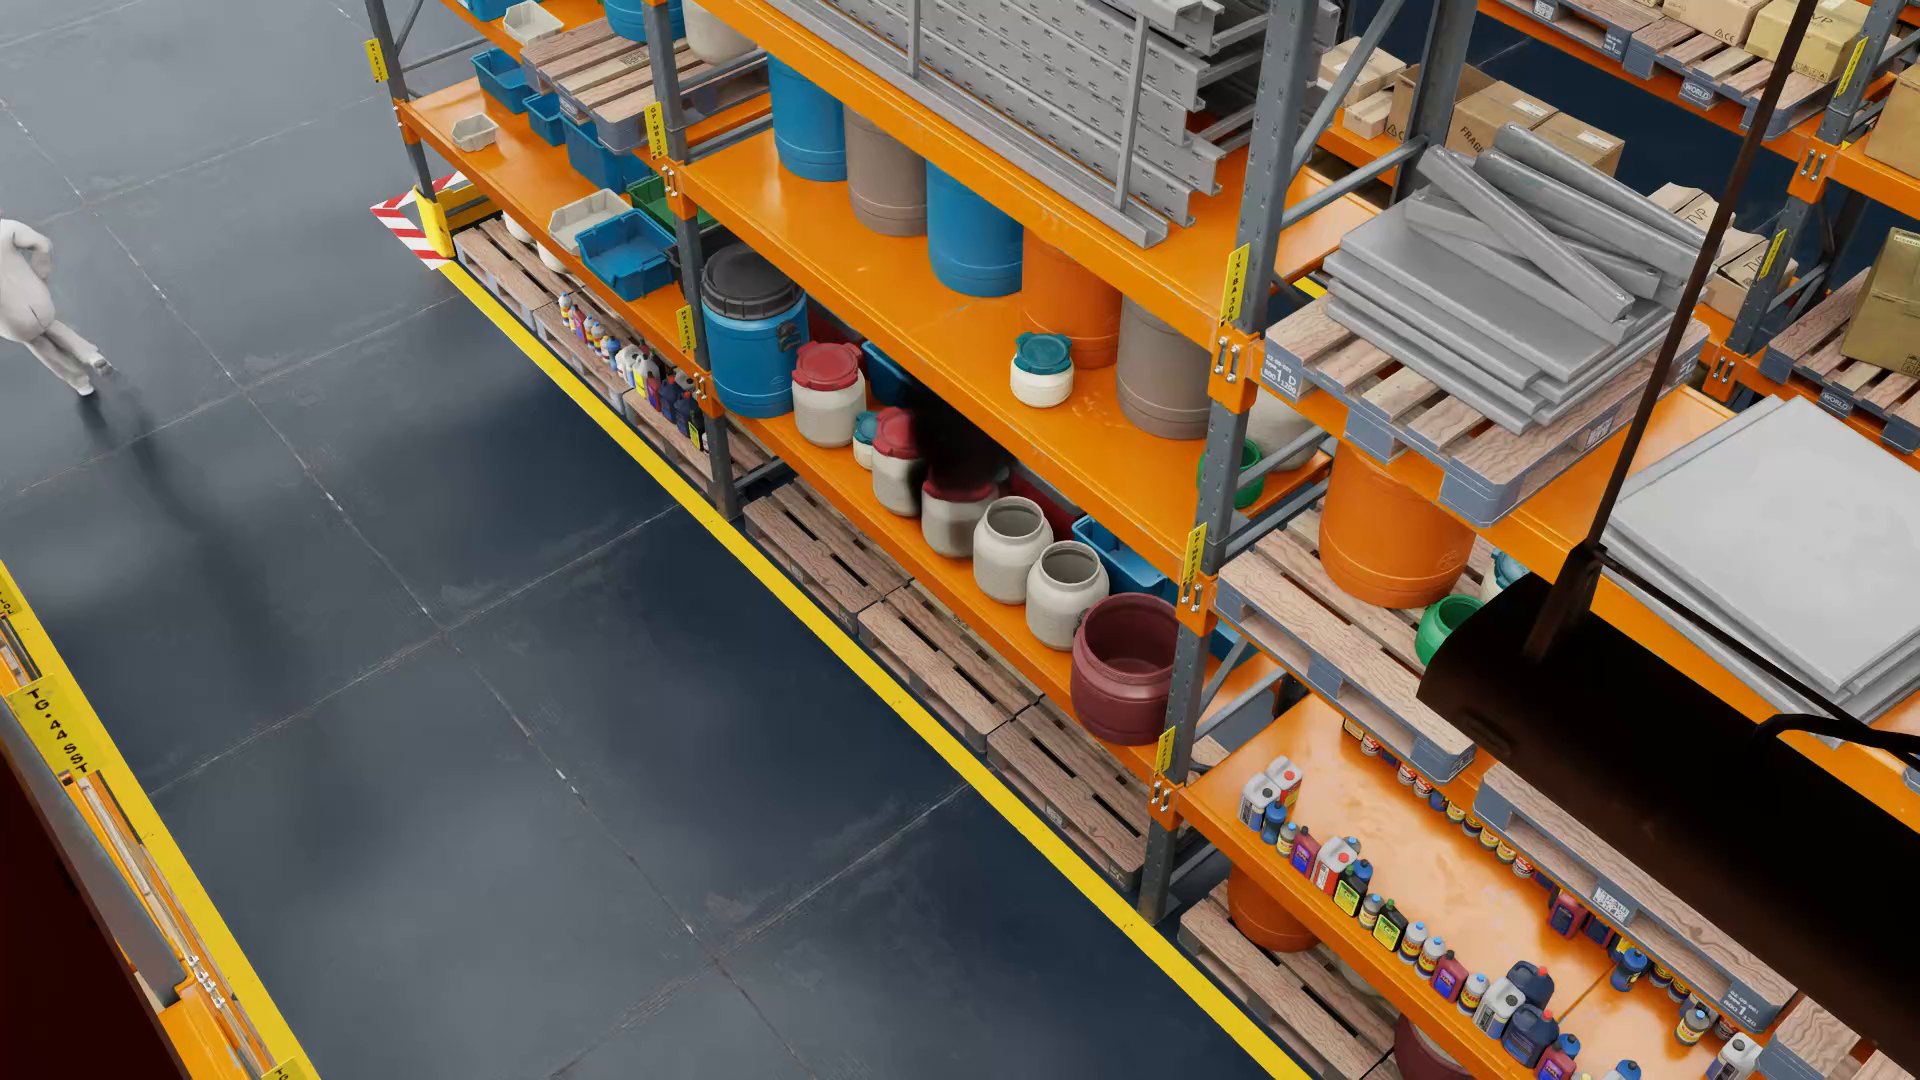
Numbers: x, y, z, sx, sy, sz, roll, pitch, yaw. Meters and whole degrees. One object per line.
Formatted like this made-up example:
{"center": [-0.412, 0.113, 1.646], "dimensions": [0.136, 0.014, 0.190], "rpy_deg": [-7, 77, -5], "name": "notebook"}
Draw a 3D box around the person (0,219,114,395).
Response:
{"center": [-6.455, -1.536, 11.396], "dimensions": [0.606, 1.532, 0.729], "rpy_deg": [25, 51, 22], "name": "person"}
